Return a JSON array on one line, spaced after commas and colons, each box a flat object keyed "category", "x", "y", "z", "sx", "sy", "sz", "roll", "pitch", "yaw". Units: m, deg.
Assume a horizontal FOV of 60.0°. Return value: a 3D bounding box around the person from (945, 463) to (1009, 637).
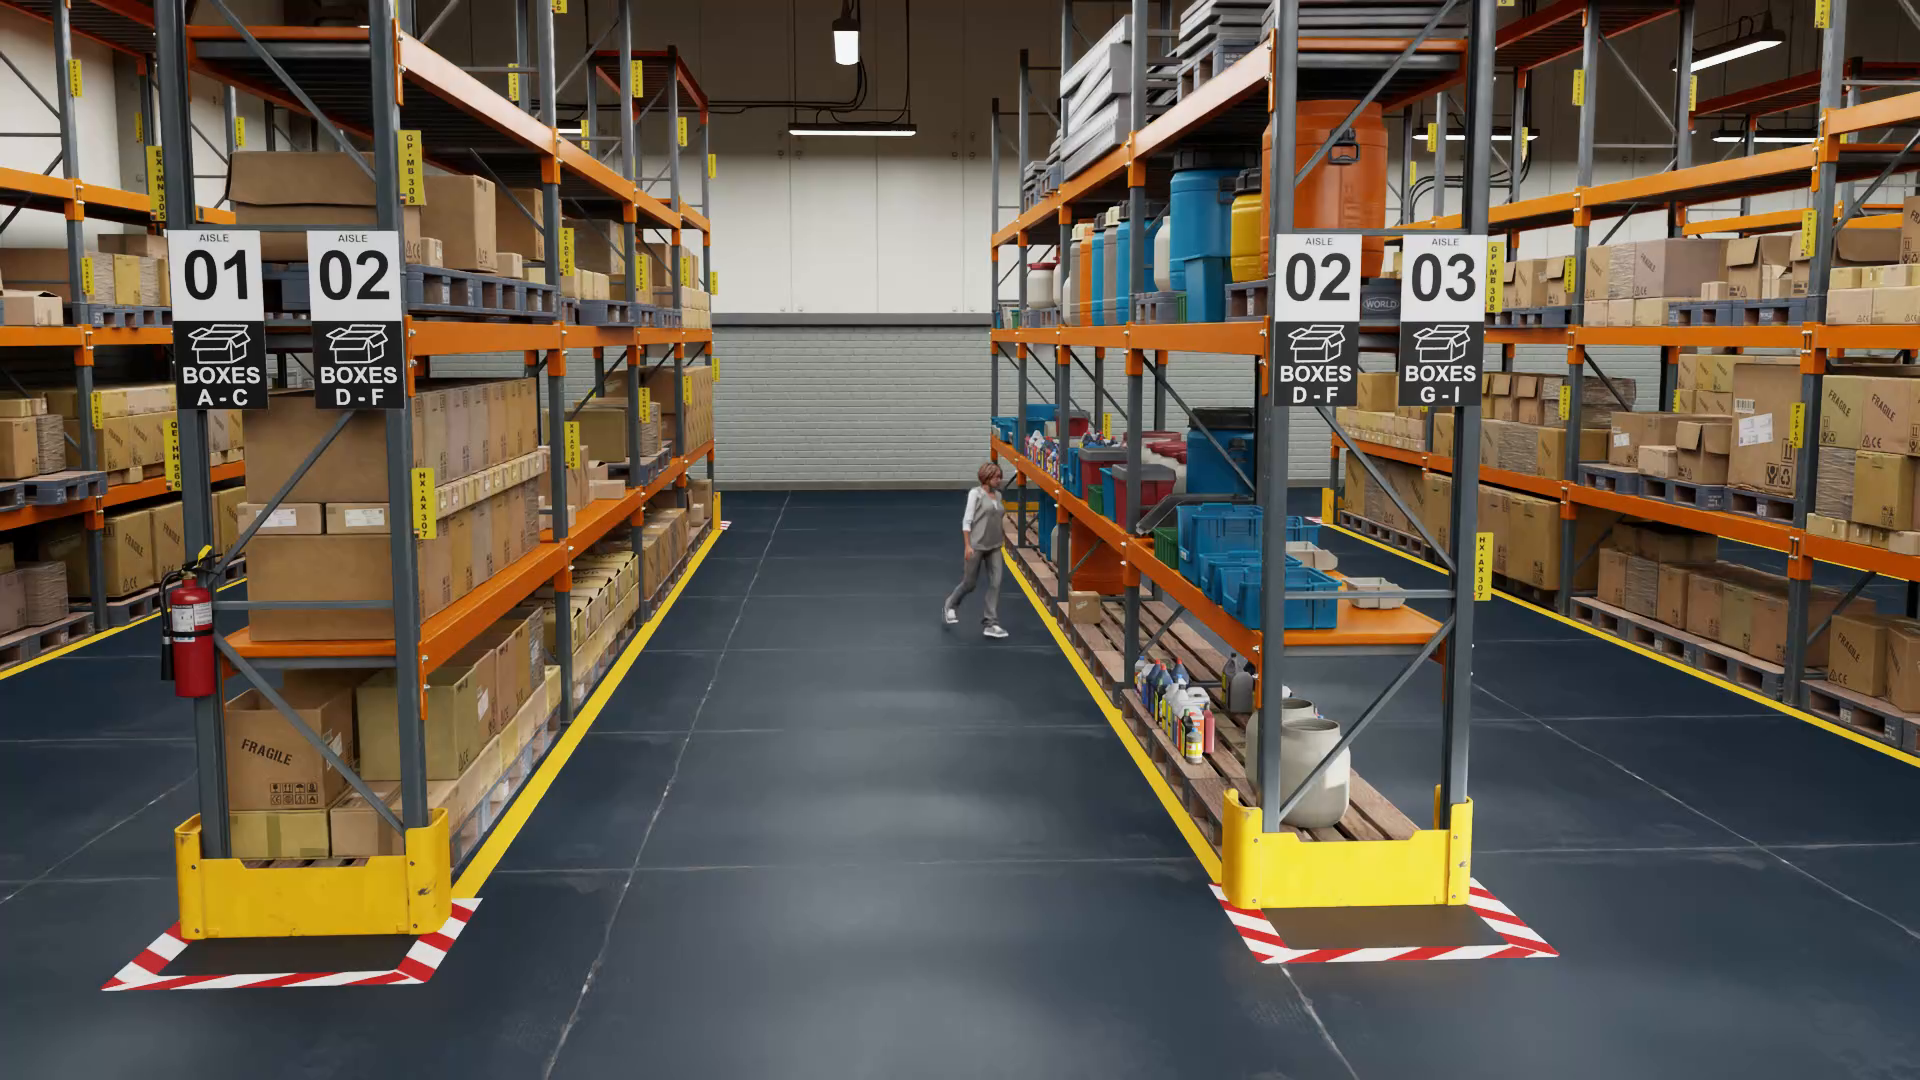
[{"category": "person", "x": 0.179, "y": 0.076, "z": 15.191, "sx": 0.480, "sy": 1.550, "sz": 0.824, "roll": -5, "pitch": 9, "yaw": -35}]
